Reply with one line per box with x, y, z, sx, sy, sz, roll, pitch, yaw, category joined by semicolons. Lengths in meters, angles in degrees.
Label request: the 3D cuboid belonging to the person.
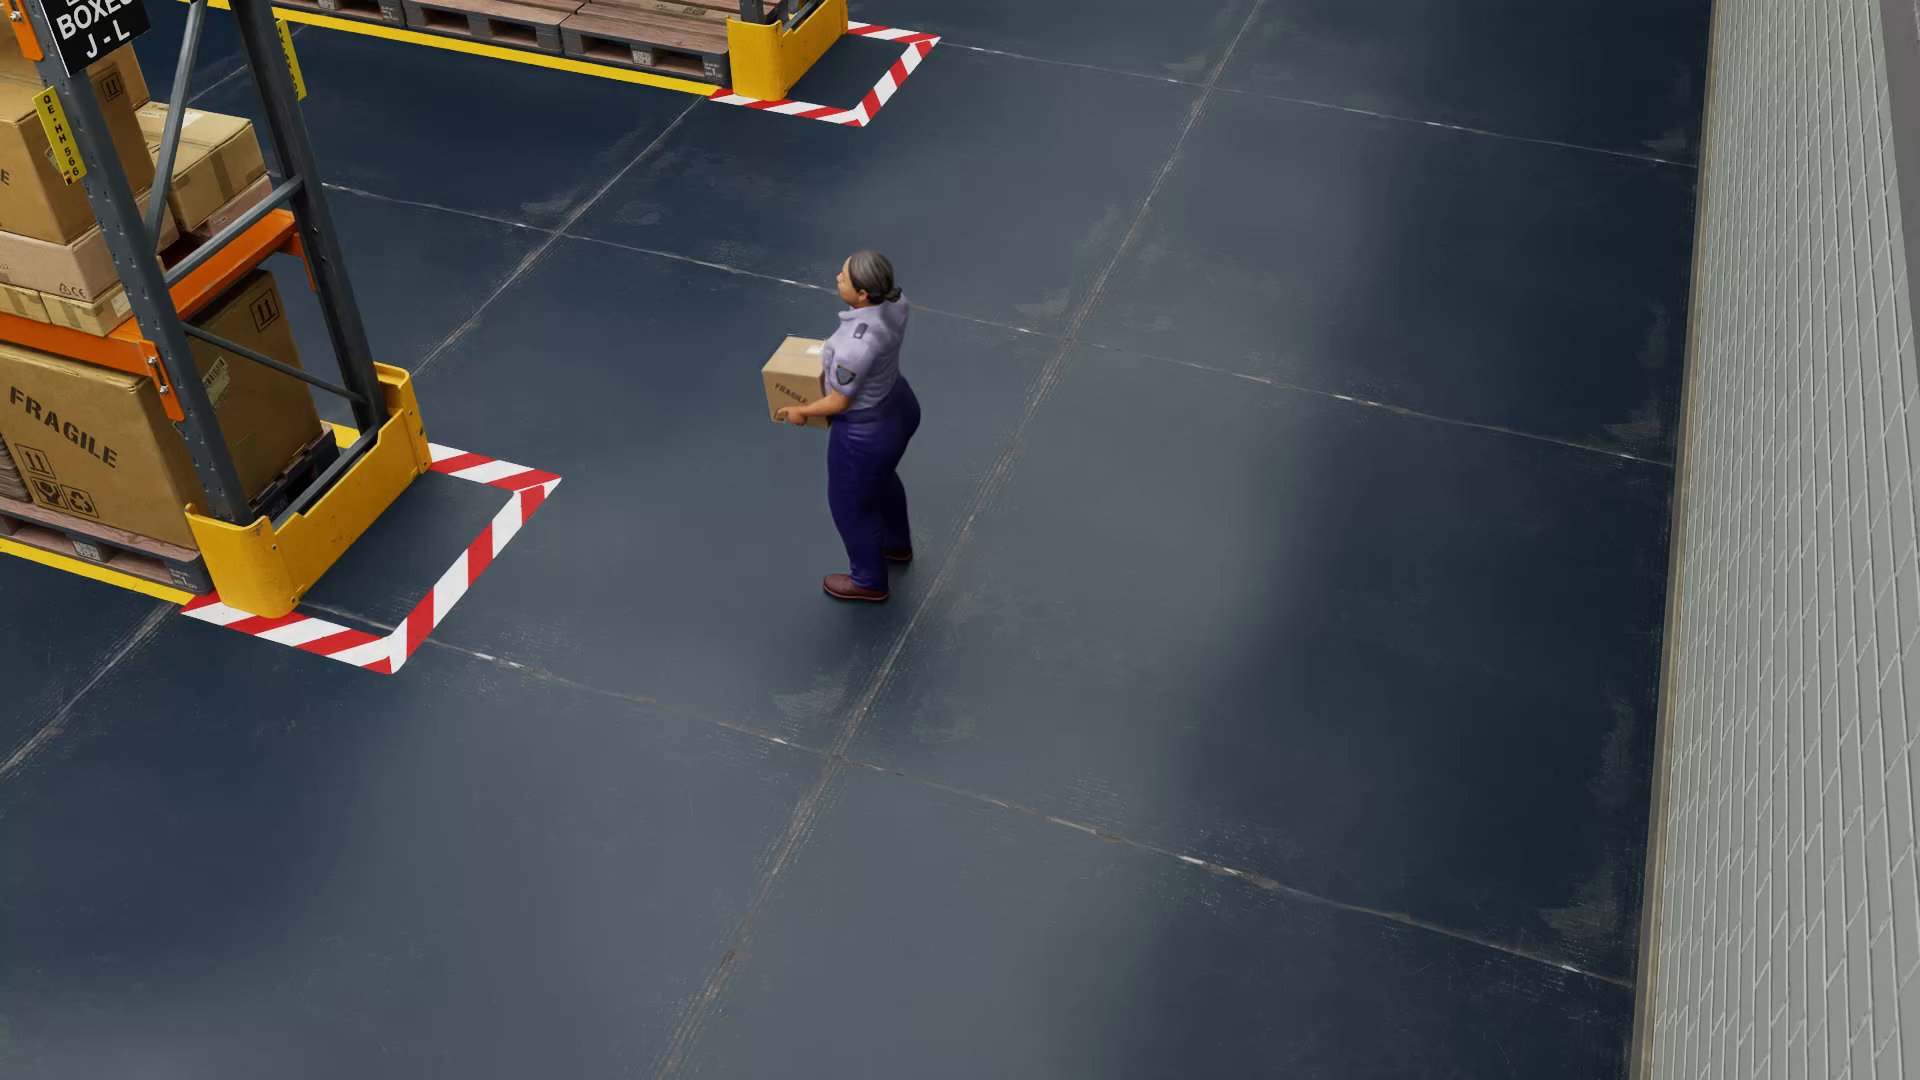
-0.440;-0.478;6.704;0.511;1.647;0.471;13;43;15;person
